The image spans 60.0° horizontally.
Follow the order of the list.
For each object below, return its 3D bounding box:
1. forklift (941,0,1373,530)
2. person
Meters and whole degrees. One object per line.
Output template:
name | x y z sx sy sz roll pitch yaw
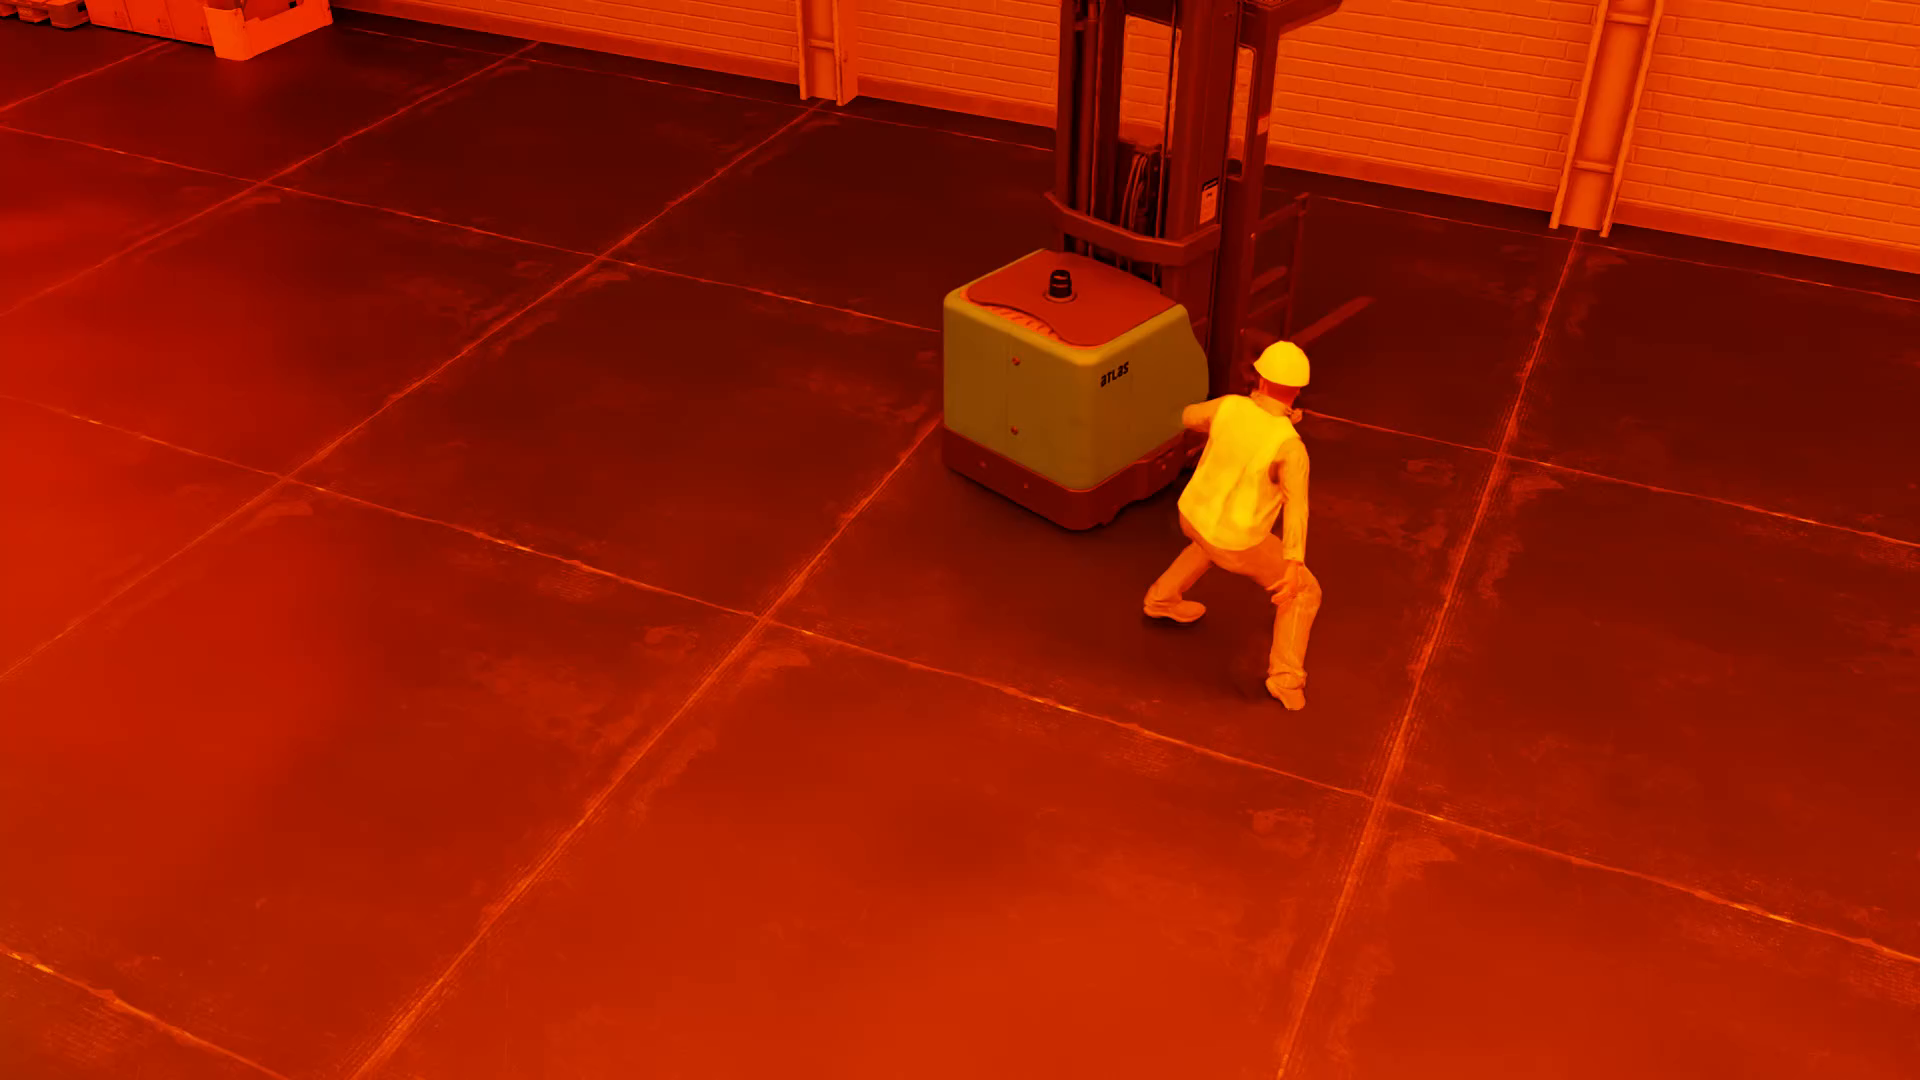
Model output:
forklift | 1.278 -2.004 8.897 1.130 2.935 3.031 29 45 34
person | 1.295 -0.053 7.392 0.571 1.718 1.023 -18 39 -24
